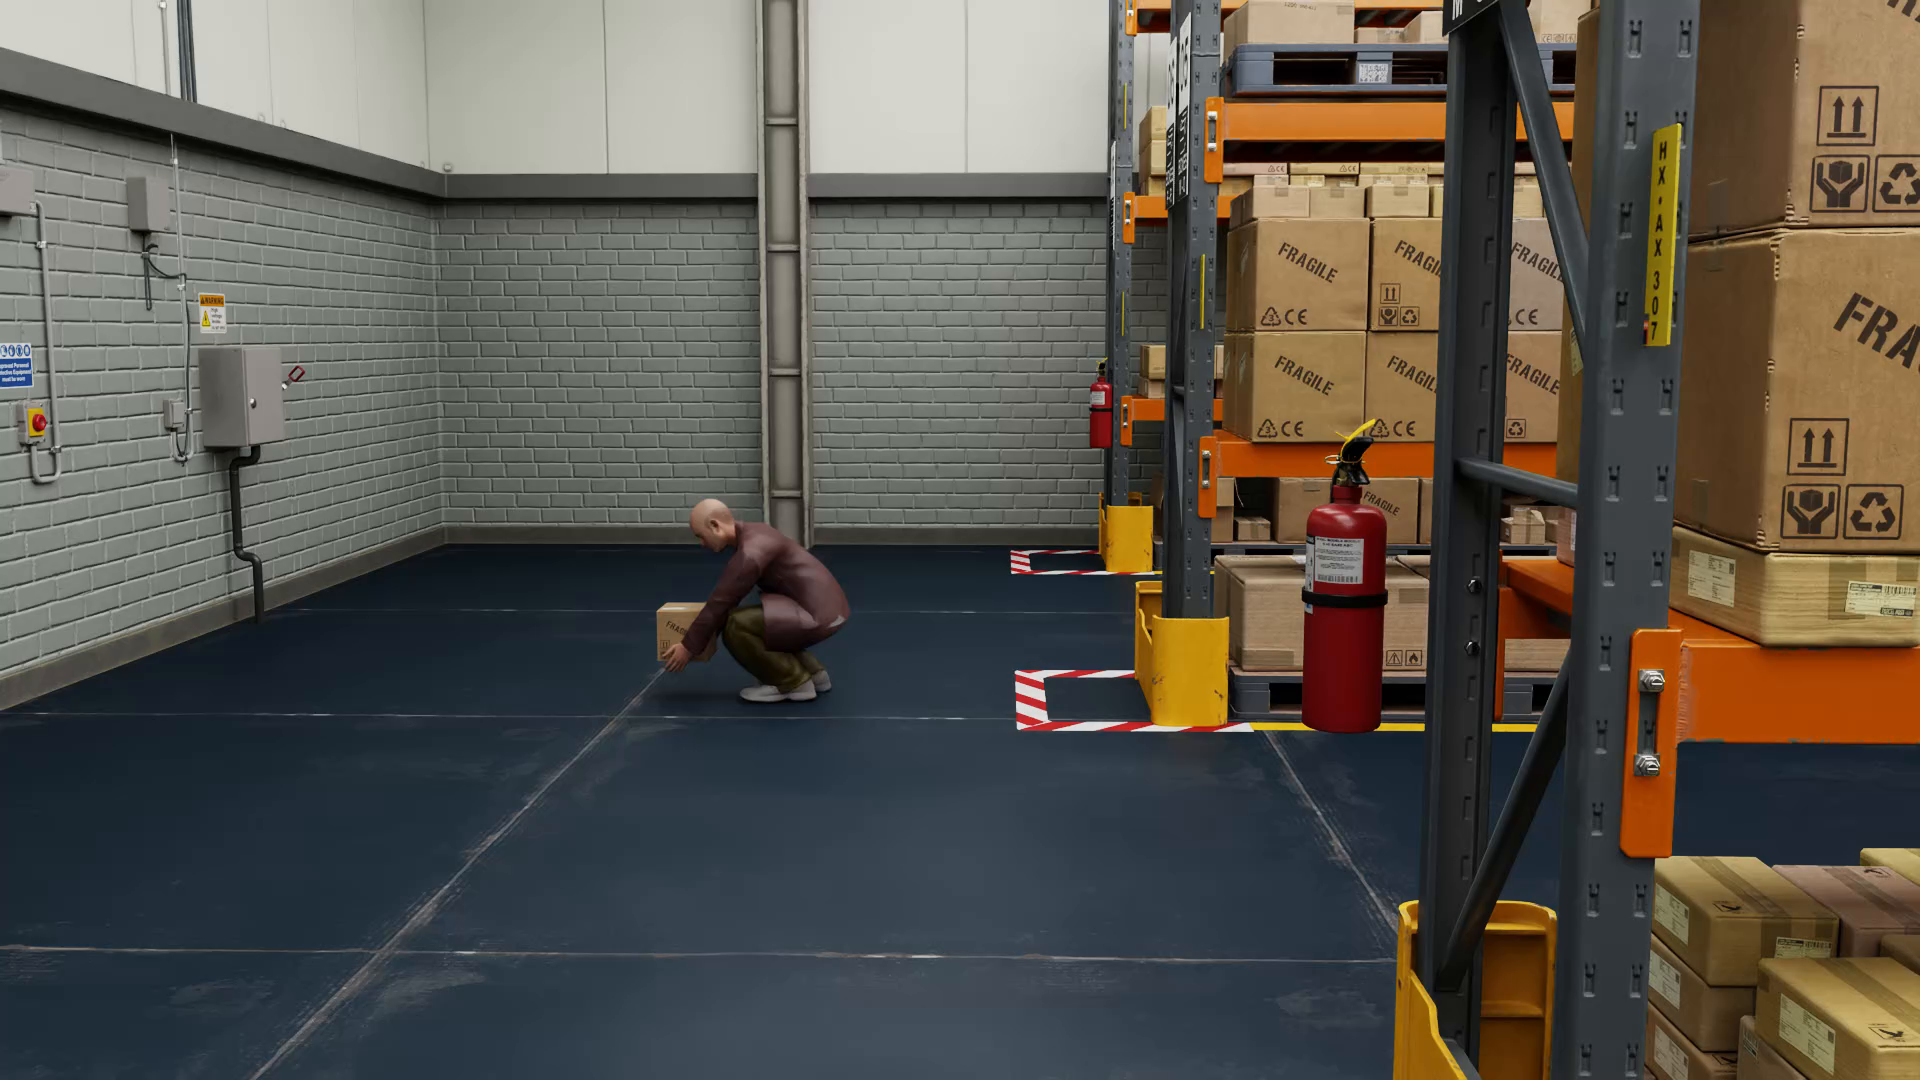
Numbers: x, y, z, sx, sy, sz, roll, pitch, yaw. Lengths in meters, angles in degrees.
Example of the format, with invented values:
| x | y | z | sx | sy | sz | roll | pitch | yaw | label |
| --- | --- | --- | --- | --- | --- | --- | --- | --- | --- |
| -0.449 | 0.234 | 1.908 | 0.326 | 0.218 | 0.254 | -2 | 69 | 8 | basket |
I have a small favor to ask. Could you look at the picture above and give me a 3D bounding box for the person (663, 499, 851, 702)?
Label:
| x | y | z | sx | sy | sz | roll | pitch | yaw | label |
| --- | --- | --- | --- | --- | --- | --- | --- | --- | --- |
| -0.994 | 0.290 | 8.205 | 0.904 | 0.991 | 0.601 | 0 | 7 | 1 | person |
